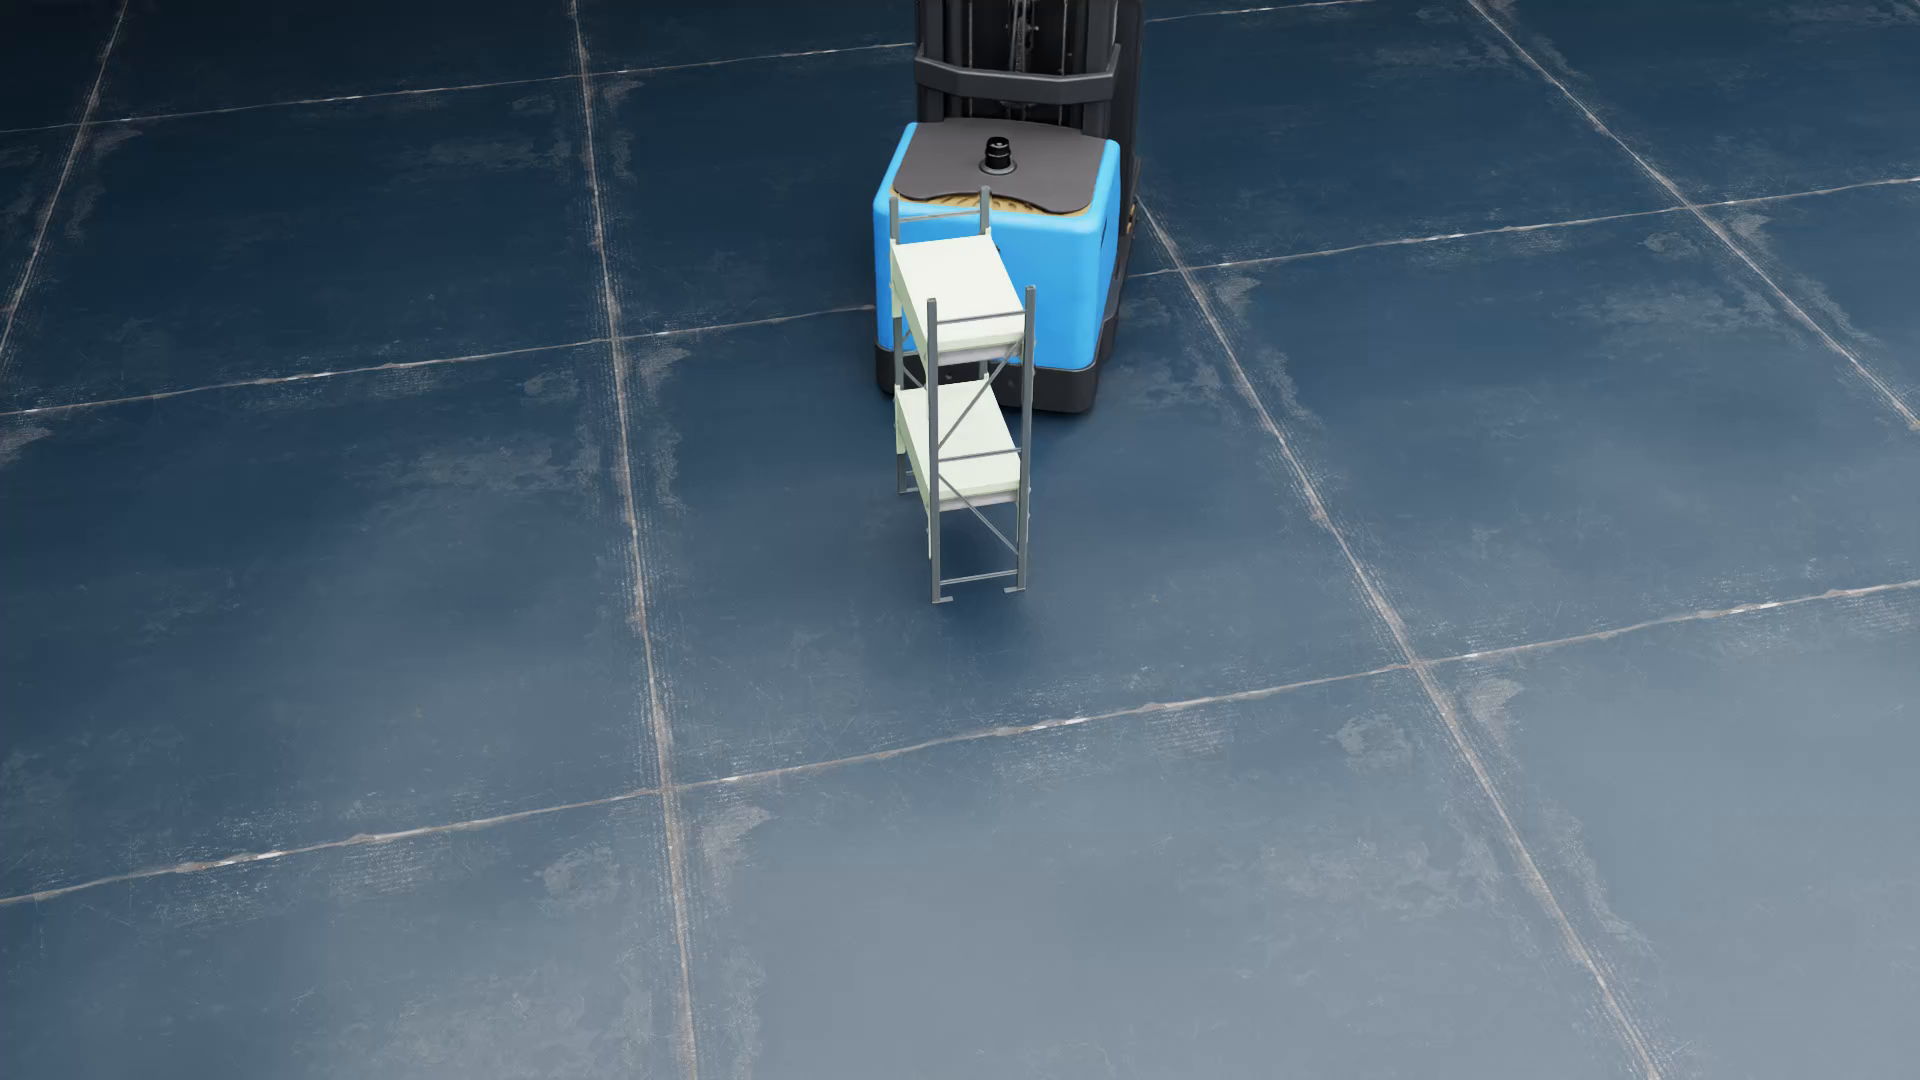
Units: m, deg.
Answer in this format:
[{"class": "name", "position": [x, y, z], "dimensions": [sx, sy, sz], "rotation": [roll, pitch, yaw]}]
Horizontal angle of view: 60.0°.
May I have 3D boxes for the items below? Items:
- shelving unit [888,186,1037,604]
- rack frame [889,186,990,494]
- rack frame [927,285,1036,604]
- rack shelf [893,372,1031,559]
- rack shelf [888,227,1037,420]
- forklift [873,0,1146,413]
[{"class": "shelving unit", "position": [-0.001, -0.565, 6.757], "dimensions": [0.431, 1.500, 0.755], "rotation": [-8, 42, -9]}, {"class": "rack frame", "position": [-0.080, -0.802, 7.024], "dimensions": [0.400, 1.500, 0.023], "rotation": [-8, 42, -9]}, {"class": "rack frame", "position": [0.078, -0.328, 6.490], "dimensions": [0.400, 1.500, 0.023], "rotation": [-8, 42, -9]}, {"class": "rack shelf", "position": [-0.001, -0.321, 6.973], "dimensions": [0.431, 0.370, 0.720], "rotation": [-8, 42, -9]}, {"class": "rack shelf", "position": [-0.001, -0.857, 6.498], "dimensions": [0.431, 0.370, 0.720], "rotation": [-8, 42, -9]}, {"class": "forklift", "position": [0.374, -2.679, 8.061], "dimensions": [1.130, 2.935, 3.031], "rotation": [7, 42, 8]}]
